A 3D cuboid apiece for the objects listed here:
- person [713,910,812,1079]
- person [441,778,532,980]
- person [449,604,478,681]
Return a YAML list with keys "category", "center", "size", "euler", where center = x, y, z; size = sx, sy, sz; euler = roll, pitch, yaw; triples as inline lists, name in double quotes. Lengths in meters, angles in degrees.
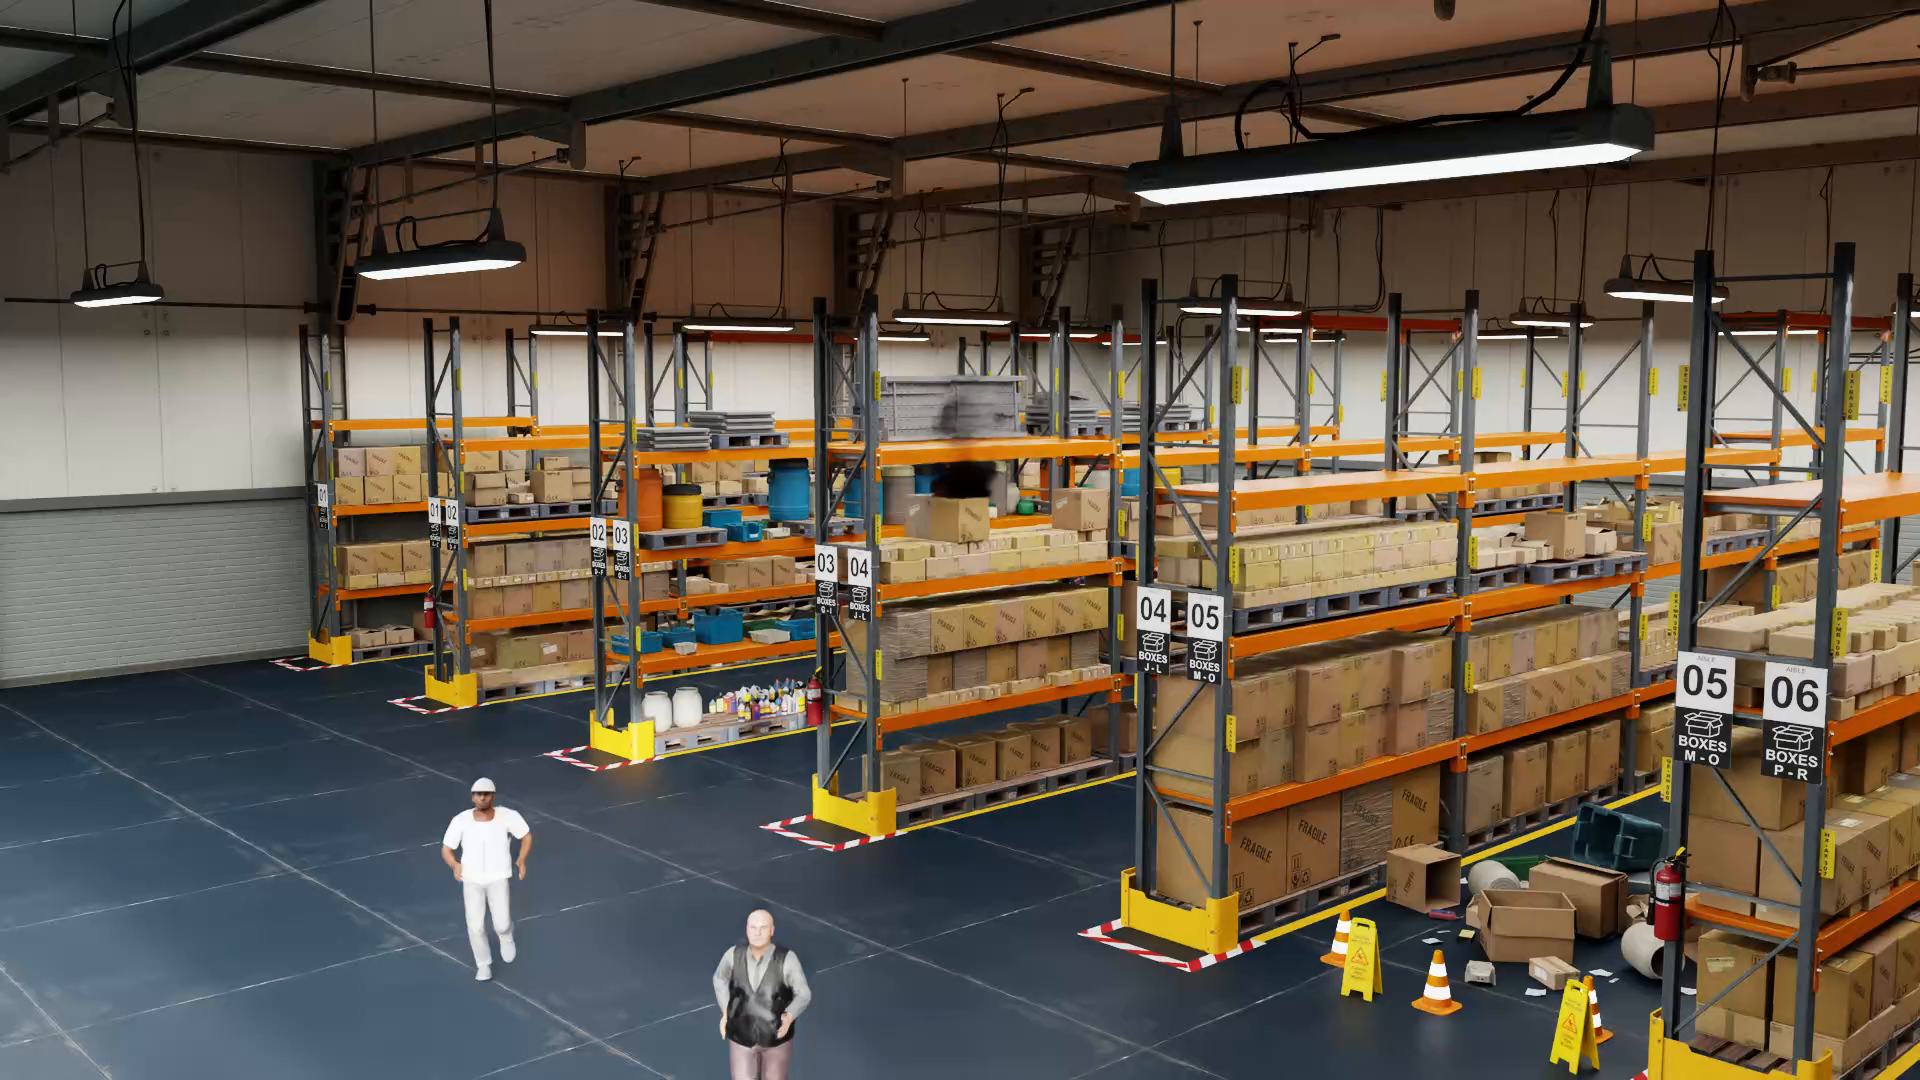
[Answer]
- category: "person"
  center: [-1.292, 3.240, 10.797]
  size: [0.662, 1.721, 0.880]
  euler: [0, 6, 1]
- category: "person"
  center: [-4.035, 2.883, 14.167]
  size: [0.747, 1.723, 0.587]
  euler: [-1, 6, -11]
- category: "person"
  center: [-8.237, 1.455, 28.049]
  size: [0.964, 1.736, 0.656]
  euler: [-6, 8, -45]
